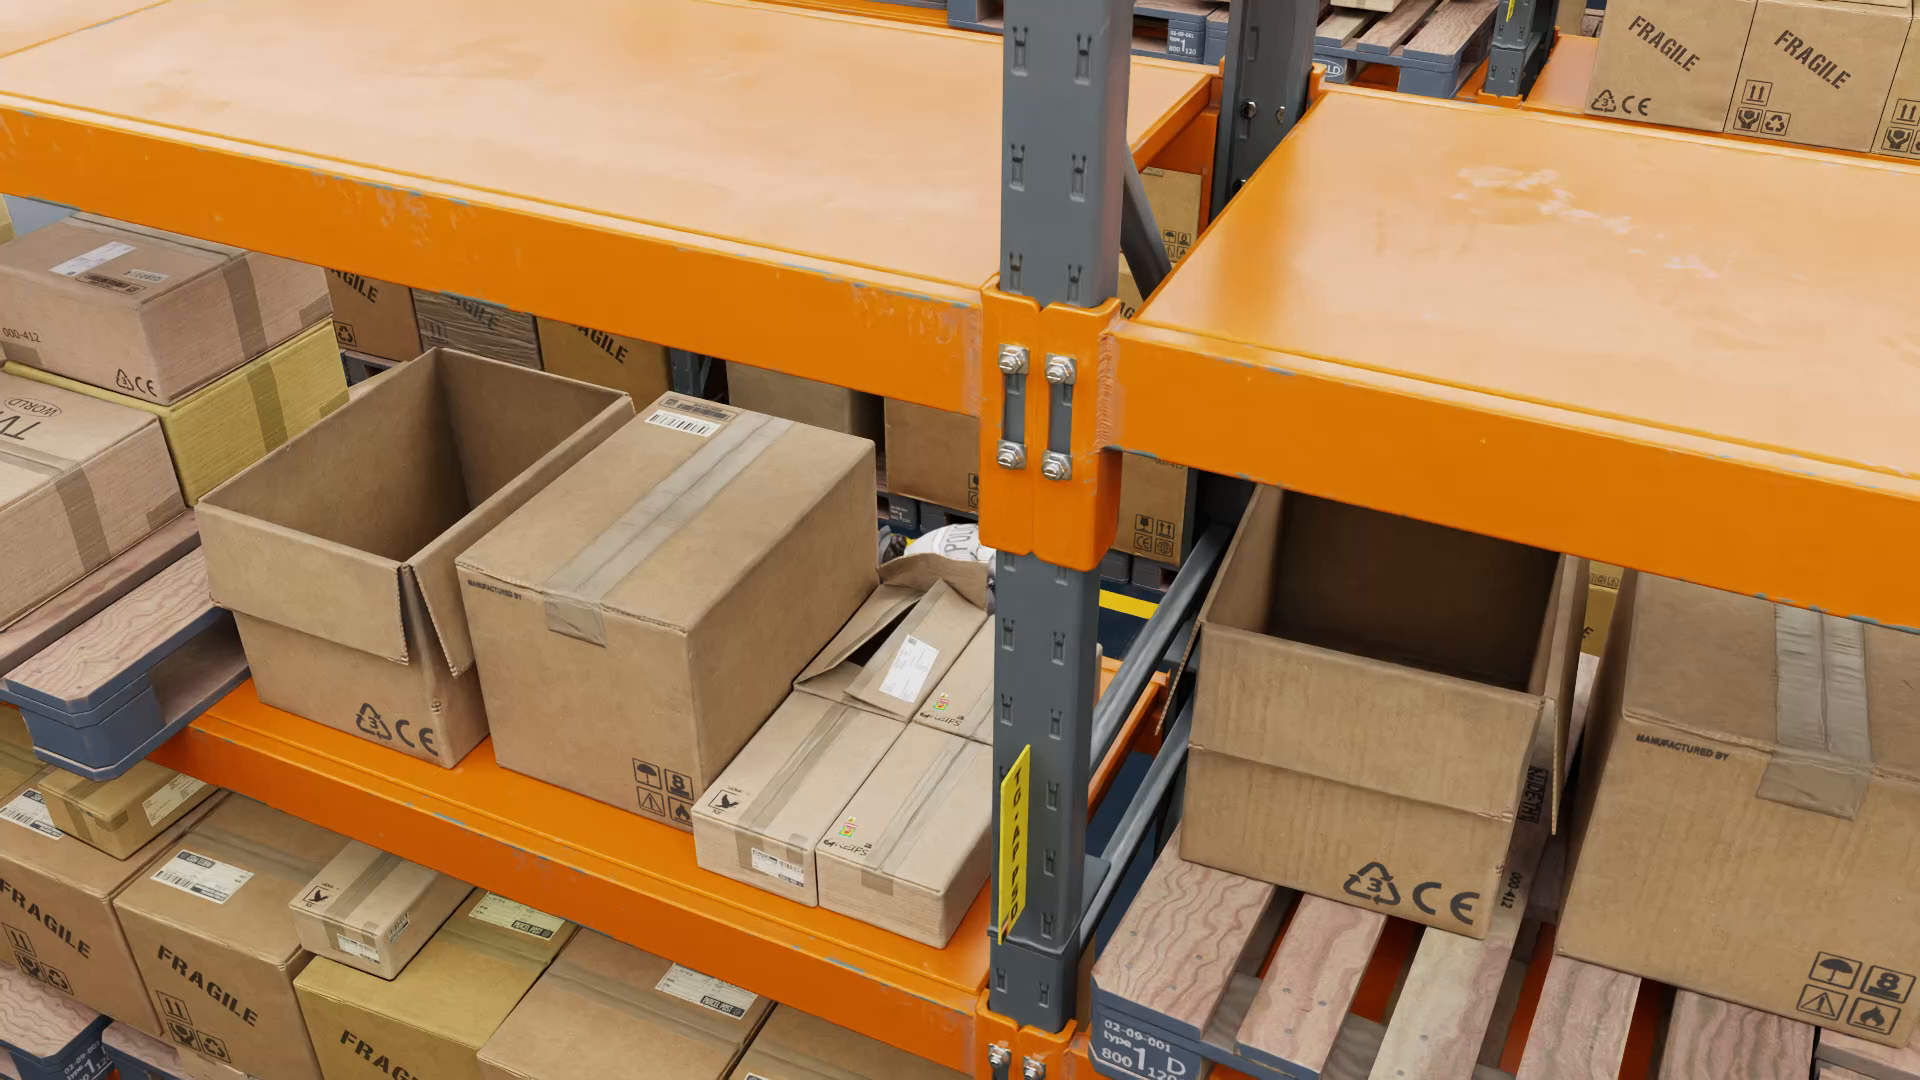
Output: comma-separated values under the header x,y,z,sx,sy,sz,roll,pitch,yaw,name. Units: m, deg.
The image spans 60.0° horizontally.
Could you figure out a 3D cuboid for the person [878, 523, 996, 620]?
x,y,z,sx,sy,sz,roll,pitch,yaw,name
-0.027,0.280,7.799,0.887,0.852,0.447,13,36,18,person
